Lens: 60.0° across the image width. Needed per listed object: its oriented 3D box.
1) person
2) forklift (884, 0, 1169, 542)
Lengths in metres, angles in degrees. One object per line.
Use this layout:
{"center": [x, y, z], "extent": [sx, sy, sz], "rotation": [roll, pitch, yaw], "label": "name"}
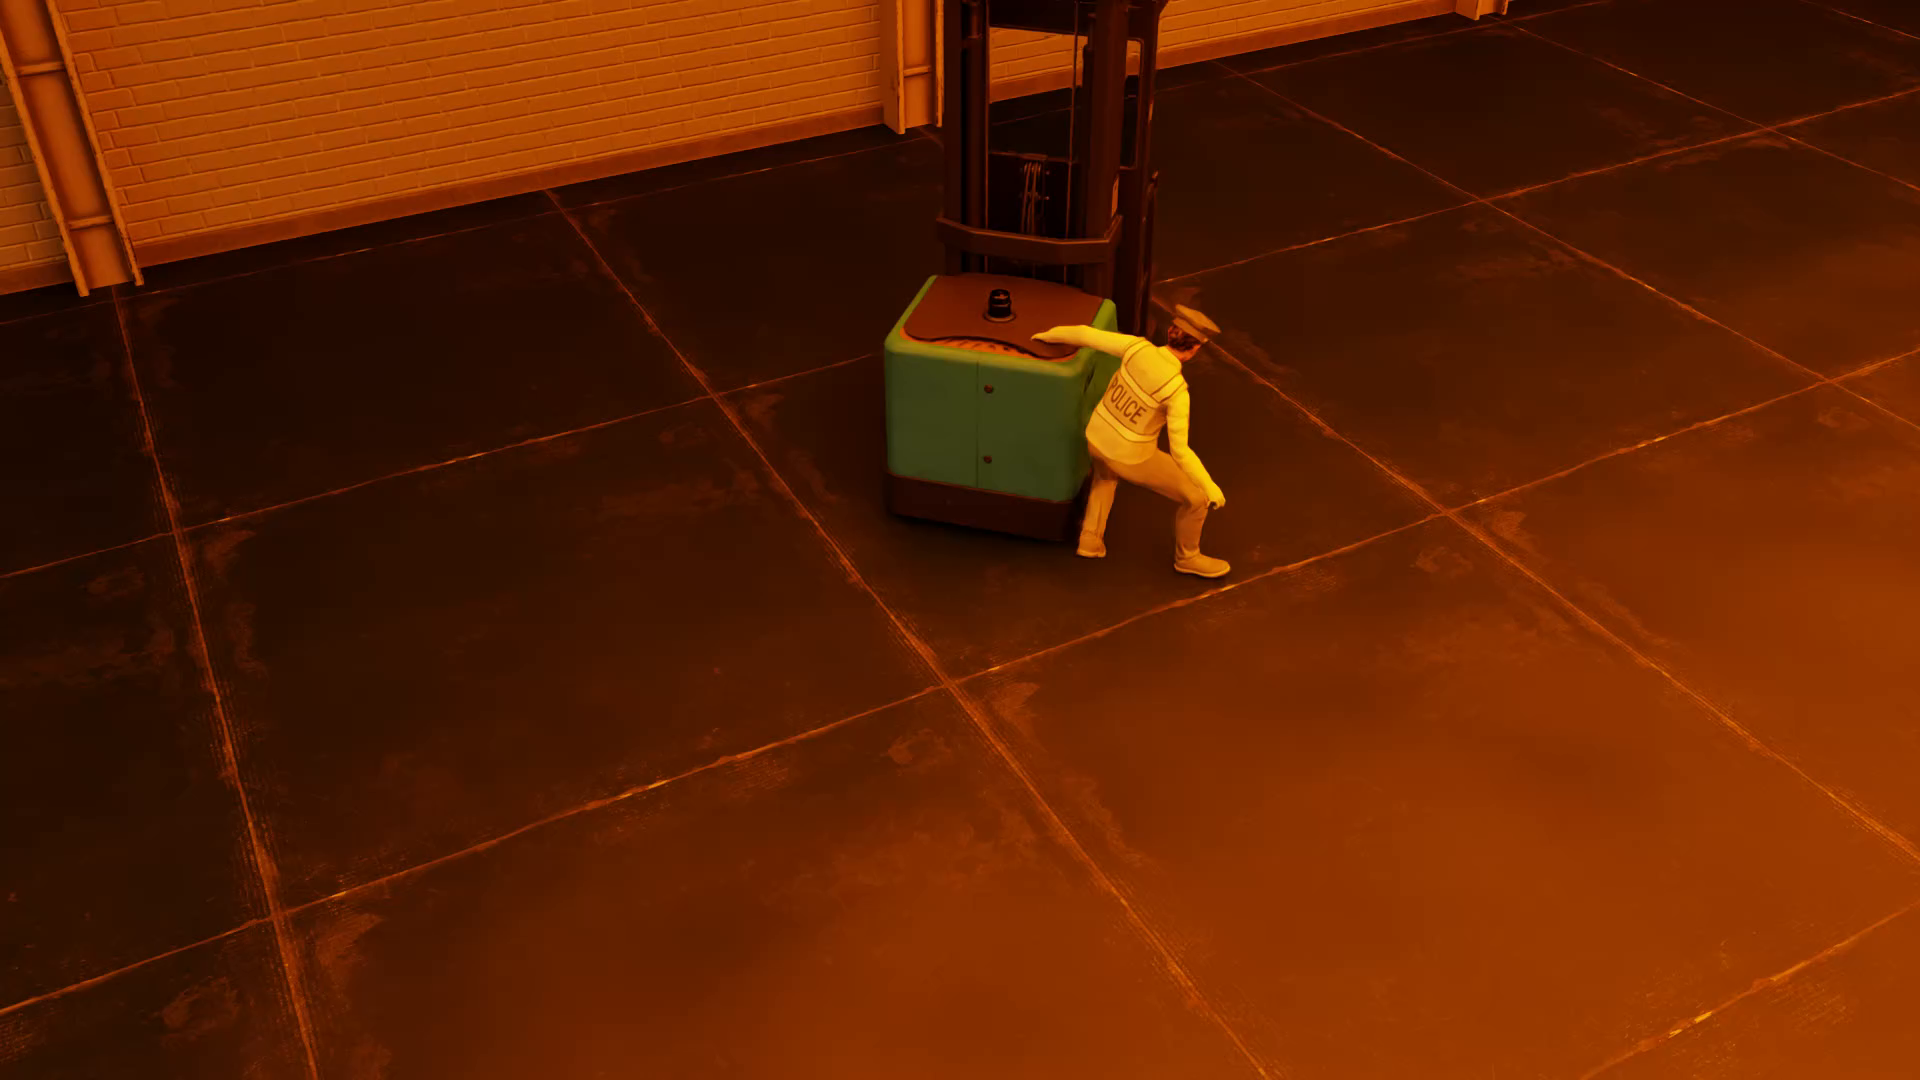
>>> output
{"center": [0.837, -0.514, 8.112], "extent": [0.692, 1.468, 1.092], "rotation": [-22, 41, -28], "label": "person"}
{"center": [0.523, -2.037, 9.005], "extent": [1.130, 2.935, 3.031], "rotation": [10, 36, 14], "label": "forklift"}
